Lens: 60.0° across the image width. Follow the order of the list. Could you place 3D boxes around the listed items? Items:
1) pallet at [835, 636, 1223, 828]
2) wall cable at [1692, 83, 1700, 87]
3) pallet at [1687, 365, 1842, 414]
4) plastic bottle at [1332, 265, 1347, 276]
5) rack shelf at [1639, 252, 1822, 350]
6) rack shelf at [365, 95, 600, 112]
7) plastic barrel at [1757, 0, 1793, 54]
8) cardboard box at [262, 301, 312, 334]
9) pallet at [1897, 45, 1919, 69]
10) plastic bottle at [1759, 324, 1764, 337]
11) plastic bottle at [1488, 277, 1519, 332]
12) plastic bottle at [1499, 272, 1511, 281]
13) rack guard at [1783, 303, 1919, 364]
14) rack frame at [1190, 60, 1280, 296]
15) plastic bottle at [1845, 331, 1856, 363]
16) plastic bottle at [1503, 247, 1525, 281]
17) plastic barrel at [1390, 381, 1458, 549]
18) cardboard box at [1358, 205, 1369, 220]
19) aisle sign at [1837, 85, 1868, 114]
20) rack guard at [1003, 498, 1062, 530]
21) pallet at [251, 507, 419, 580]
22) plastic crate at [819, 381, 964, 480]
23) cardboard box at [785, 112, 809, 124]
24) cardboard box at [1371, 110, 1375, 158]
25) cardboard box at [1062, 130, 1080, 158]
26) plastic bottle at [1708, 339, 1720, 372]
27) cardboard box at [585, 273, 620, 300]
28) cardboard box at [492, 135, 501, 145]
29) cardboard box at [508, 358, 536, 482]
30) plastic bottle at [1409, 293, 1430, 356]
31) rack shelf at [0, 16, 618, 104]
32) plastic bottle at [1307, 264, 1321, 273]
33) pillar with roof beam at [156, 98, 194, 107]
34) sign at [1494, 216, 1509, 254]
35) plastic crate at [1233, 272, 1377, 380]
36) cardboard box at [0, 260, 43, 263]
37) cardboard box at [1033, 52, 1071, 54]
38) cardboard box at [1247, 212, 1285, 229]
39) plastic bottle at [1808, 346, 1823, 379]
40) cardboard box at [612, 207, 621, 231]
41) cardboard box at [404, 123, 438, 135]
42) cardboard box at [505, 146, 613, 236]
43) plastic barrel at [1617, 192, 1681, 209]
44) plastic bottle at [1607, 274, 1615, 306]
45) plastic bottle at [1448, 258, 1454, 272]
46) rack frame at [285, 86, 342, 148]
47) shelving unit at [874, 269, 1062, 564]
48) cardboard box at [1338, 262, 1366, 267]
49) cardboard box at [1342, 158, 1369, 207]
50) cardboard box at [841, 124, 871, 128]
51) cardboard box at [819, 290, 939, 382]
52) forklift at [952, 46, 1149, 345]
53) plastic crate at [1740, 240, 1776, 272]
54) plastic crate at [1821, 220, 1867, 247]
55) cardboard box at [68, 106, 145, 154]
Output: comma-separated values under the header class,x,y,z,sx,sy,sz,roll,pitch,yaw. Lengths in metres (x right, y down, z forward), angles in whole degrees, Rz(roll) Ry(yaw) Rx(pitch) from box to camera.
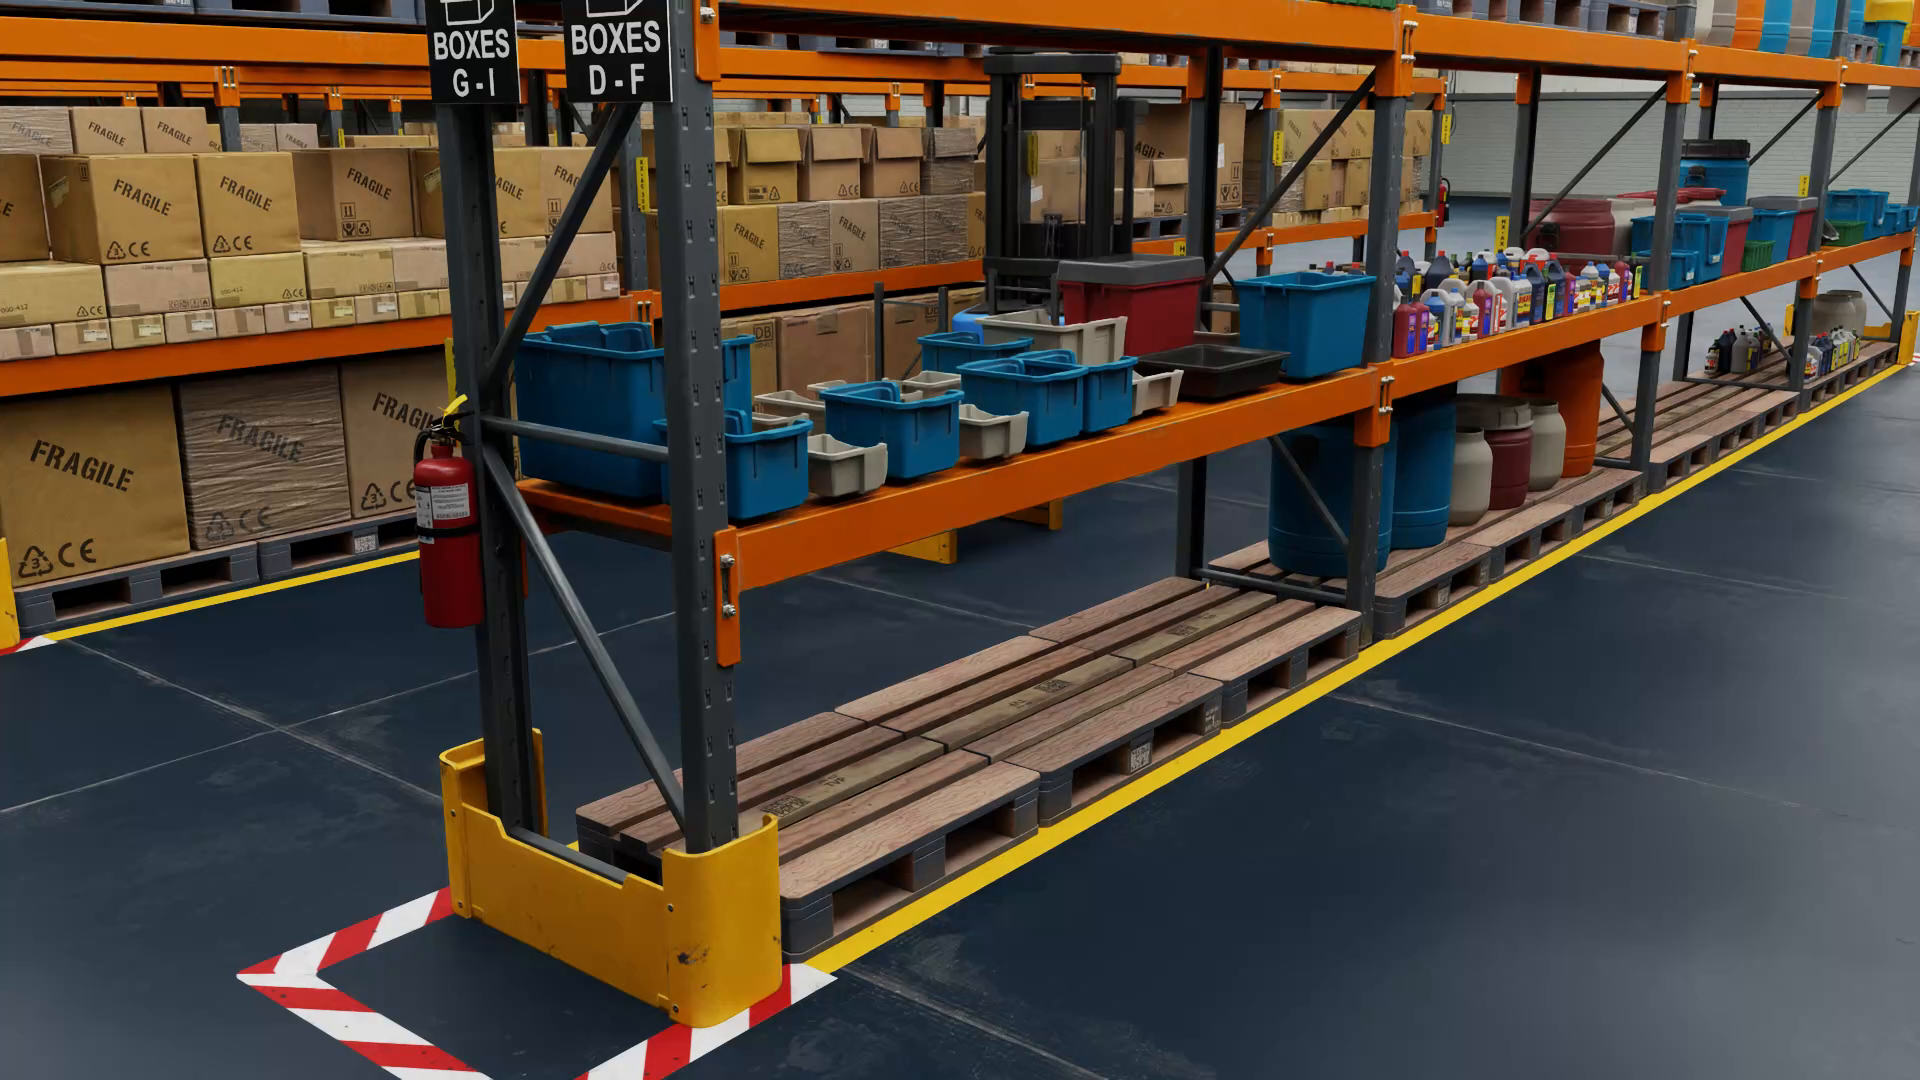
class,x,y,z,sx,sy,sz,roll,pitch,yaw
pallet,0.283,0.701,6.436,1.003,0.211,1.213,11,18,38
wall cable,21.571,-15.592,45.818,2.305,6.003,0.169,11,18,38
pallet,6.964,-1.335,14.449,1.003,0.211,1.213,11,18,38
plastic bottle,1.917,-1.213,8.405,0.144,0.351,0.185,11,18,38
rack shelf,5.253,-1.833,12.206,1.077,0.370,4.000,11,18,38
rack shelf,-7.657,-7.120,26.927,1.077,0.370,4.000,11,18,38
plastic barrel,5.537,-3.880,11.692,0.600,0.901,0.708,11,18,38
cardboard box,-3.599,-1.174,8.664,0.380,0.149,0.250,11,18,37
pallet,8.428,-4.549,15.730,1.003,0.211,1.213,11,18,38
plastic bottle,7.485,-1.888,15.584,0.061,0.283,0.133,12,18,38
plastic bottle,2.797,-1.224,8.599,0.152,0.276,0.135,11,18,38
plastic bottle,2.901,-1.299,8.905,0.097,0.271,0.097,0,14,0
rack guard,9.013,-2.097,16.862,1.175,0.500,0.348,11,18,38
rack frame,2.657,-3.331,16.642,1.000,3.000,0.127,11,18,38
plastic bottle,8.031,-1.760,15.097,0.152,0.276,0.135,11,18,38
plastic bottle,3.472,-1.705,10.495,0.152,0.276,0.135,11,18,38
plastic barrel,2.282,-0.456,8.734,0.600,0.901,0.708,11,18,38
cardboard box,4.292,-3.585,18.153,0.380,0.149,0.250,11,18,38
aisle sign,8.841,-4.649,16.553,0.394,0.787,0.004,11,18,38
rack guard,0.361,-0.231,10.025,0.587,0.250,0.087,11,18,38
pallet,-3.676,-0.079,9.505,1.003,0.211,1.213,11,18,38
plastic crate,-0.207,-0.337,5.074,0.416,0.233,0.300,11,18,38
cardboard box,-2.688,-6.176,25.004,0.700,0.500,0.500,11,18,36
cardboard box,4.392,-4.438,18.164,0.500,0.500,0.500,11,18,38
cardboard box,1.114,-5.415,22.348,0.875,0.550,0.550,11,18,38
plastic bottle,6.556,-1.604,14.469,0.061,0.283,0.133,12,19,40
cardboard box,-2.308,-1.568,10.213,0.380,0.149,0.250,11,18,38
cardboard box,-6.131,-4.843,20.935,0.500,0.500,0.500,10,18,35
cardboard box,-2.848,-0.858,10.372,0.875,0.875,0.875,11,18,38
plastic bottle,2.128,-1.005,7.726,0.061,0.283,0.133,11,18,38
rack shelf,-3.628,-2.521,8.823,1.077,0.370,4.000,11,18,38
plastic bottle,1.805,-1.235,8.492,0.144,0.351,0.185,11,18,38
pillar with roof beam,-7.961,-7.496,20.855,9.100,9.000,0.400,11,18,38
sign,3.563,-1.961,10.919,0.100,0.325,0.005,11,18,38
plastic crate,1.454,-0.911,7.029,0.392,0.384,0.575,11,18,38
cardboard box,-4.787,-1.238,8.105,0.500,0.250,0.500,11,18,37
cardboard box,0.637,-3.996,13.475,0.500,0.250,0.500,12,18,39
cardboard box,3.026,-3.204,16.652,0.380,0.149,0.250,11,18,38
plastic bottle,7.233,-1.517,14.140,0.152,0.276,0.135,12,19,40
cardboard box,-2.289,-1.979,11.118,0.500,0.500,0.500,11,18,38
cardboard box,-6.756,-5.166,20.888,0.380,0.149,0.250,10,17,35
cardboard box,-2.452,-2.104,9.991,0.500,0.500,0.500,12,19,39
plastic barrel,5.005,-2.258,12.141,0.433,0.535,0.433,0,14,0
plastic bottle,3.780,-1.476,9.746,0.097,0.201,0.097,0,14,0
plastic bottle,2.859,-1.527,9.802,0.097,0.271,0.097,0,14,0
rack frame,-7.565,-4.098,19.663,1.000,3.000,0.127,11,18,38
shelving unit,0.048,-0.742,9.496,0.587,1.500,1.083,11,18,38
cardboard box,4.766,-2.972,19.453,0.500,0.500,0.500,-12,18,-39
cardboard box,3.912,-3.891,18.040,0.875,0.500,0.500,11,18,38
cardboard box,-1.445,-4.555,19.226,0.700,0.500,0.500,11,18,37
cardboard box,-0.873,-1.440,12.662,1.225,0.875,0.875,11,18,38
forklift,0.787,-2.236,12.473,1.130,2.935,3.031,4,15,14
plastic crate,5.635,-2.084,12.166,0.450,0.188,0.662,11,18,38
plastic crate,7.582,-2.678,14.502,0.450,0.188,0.662,11,18,38
cardboard box,-6.571,-3.031,12.625,0.500,0.500,0.500,11,18,36
